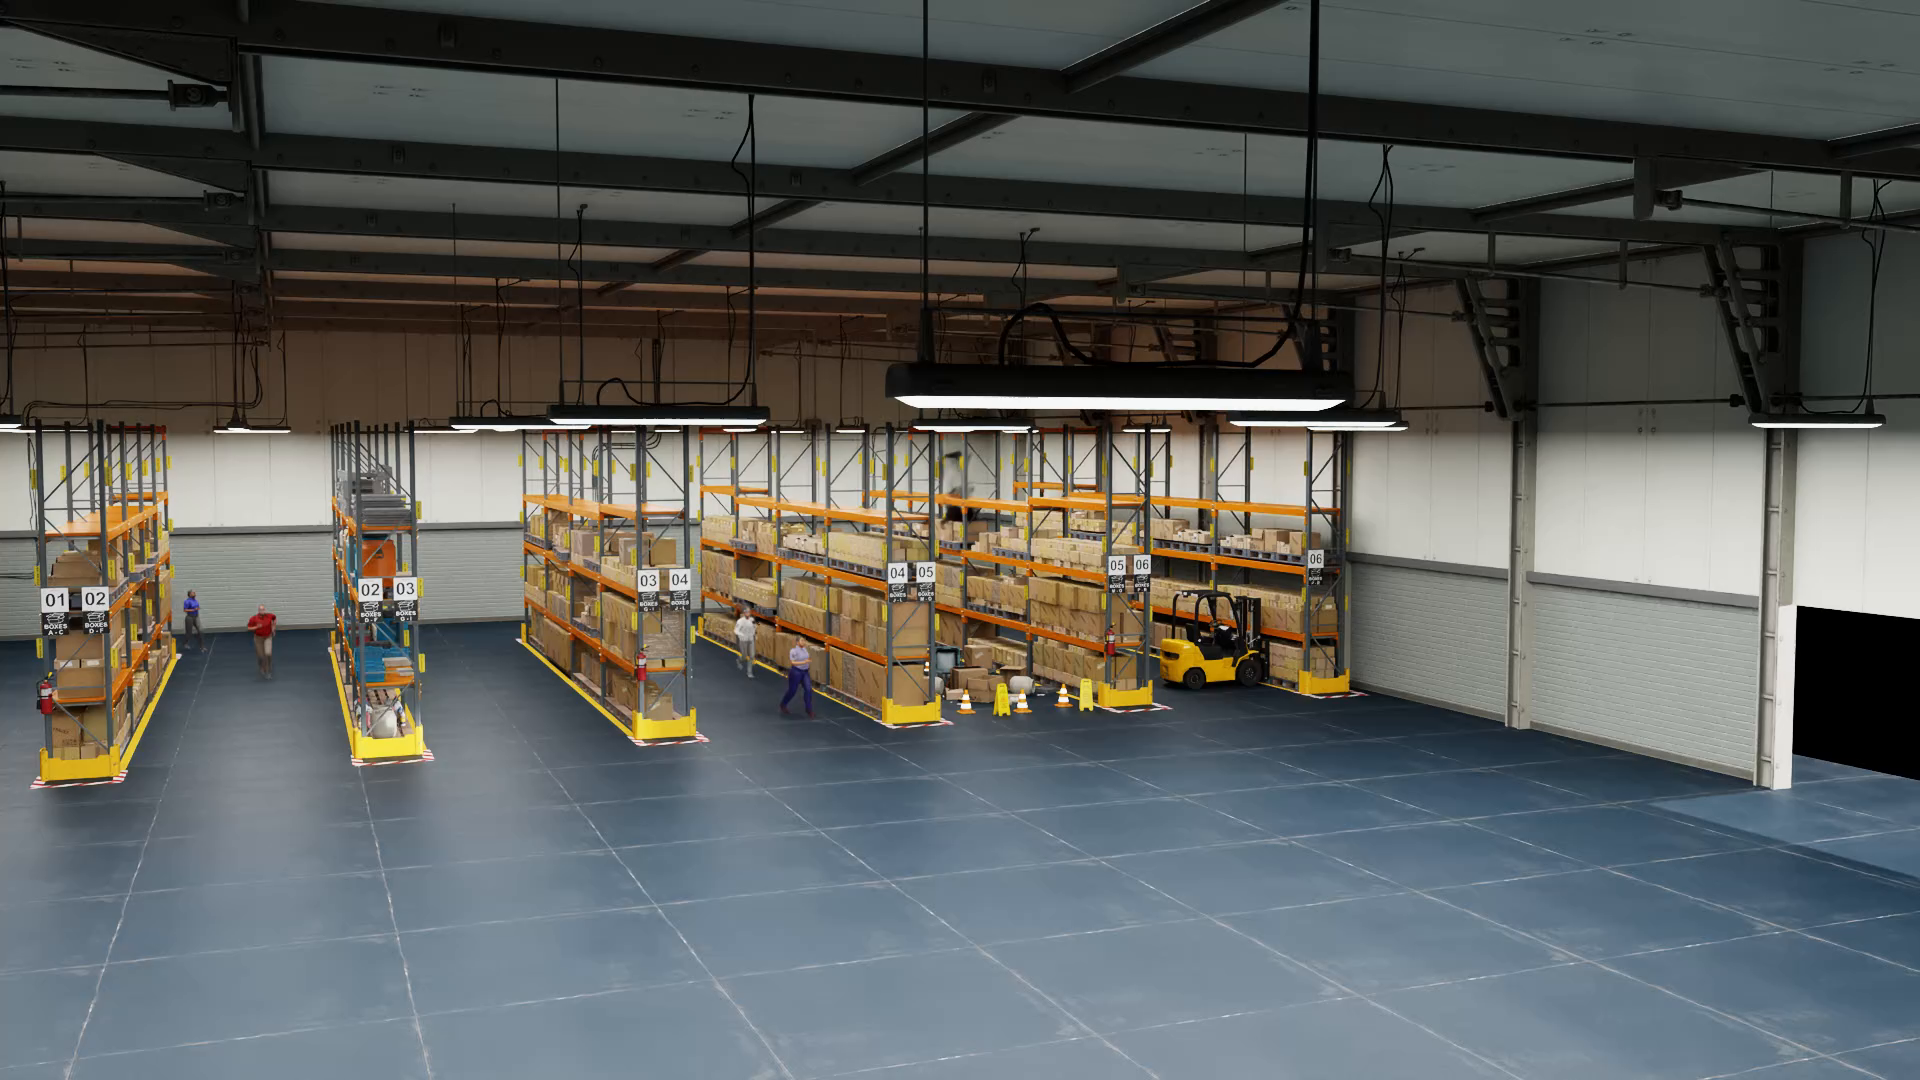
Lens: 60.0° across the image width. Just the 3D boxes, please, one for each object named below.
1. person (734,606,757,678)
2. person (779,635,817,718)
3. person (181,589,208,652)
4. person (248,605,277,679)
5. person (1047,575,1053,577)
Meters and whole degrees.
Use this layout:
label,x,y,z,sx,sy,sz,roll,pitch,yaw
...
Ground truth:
label,x,y,z,sx,sy,sz,roll,pitch,yaw
person,-5.103,2.429,39.726,0.624,1.706,0.817,-2,4,-29
person,-3.301,2.764,33.874,0.909,1.670,0.590,3,5,39
person,-20.405,2.143,44.126,0.845,1.692,0.565,2,4,23
person,-16.525,2.427,39.412,0.640,1.803,0.882,-2,4,-23
person,2.383,1.855,43.513,0.630,1.866,0.800,-1,4,-21
